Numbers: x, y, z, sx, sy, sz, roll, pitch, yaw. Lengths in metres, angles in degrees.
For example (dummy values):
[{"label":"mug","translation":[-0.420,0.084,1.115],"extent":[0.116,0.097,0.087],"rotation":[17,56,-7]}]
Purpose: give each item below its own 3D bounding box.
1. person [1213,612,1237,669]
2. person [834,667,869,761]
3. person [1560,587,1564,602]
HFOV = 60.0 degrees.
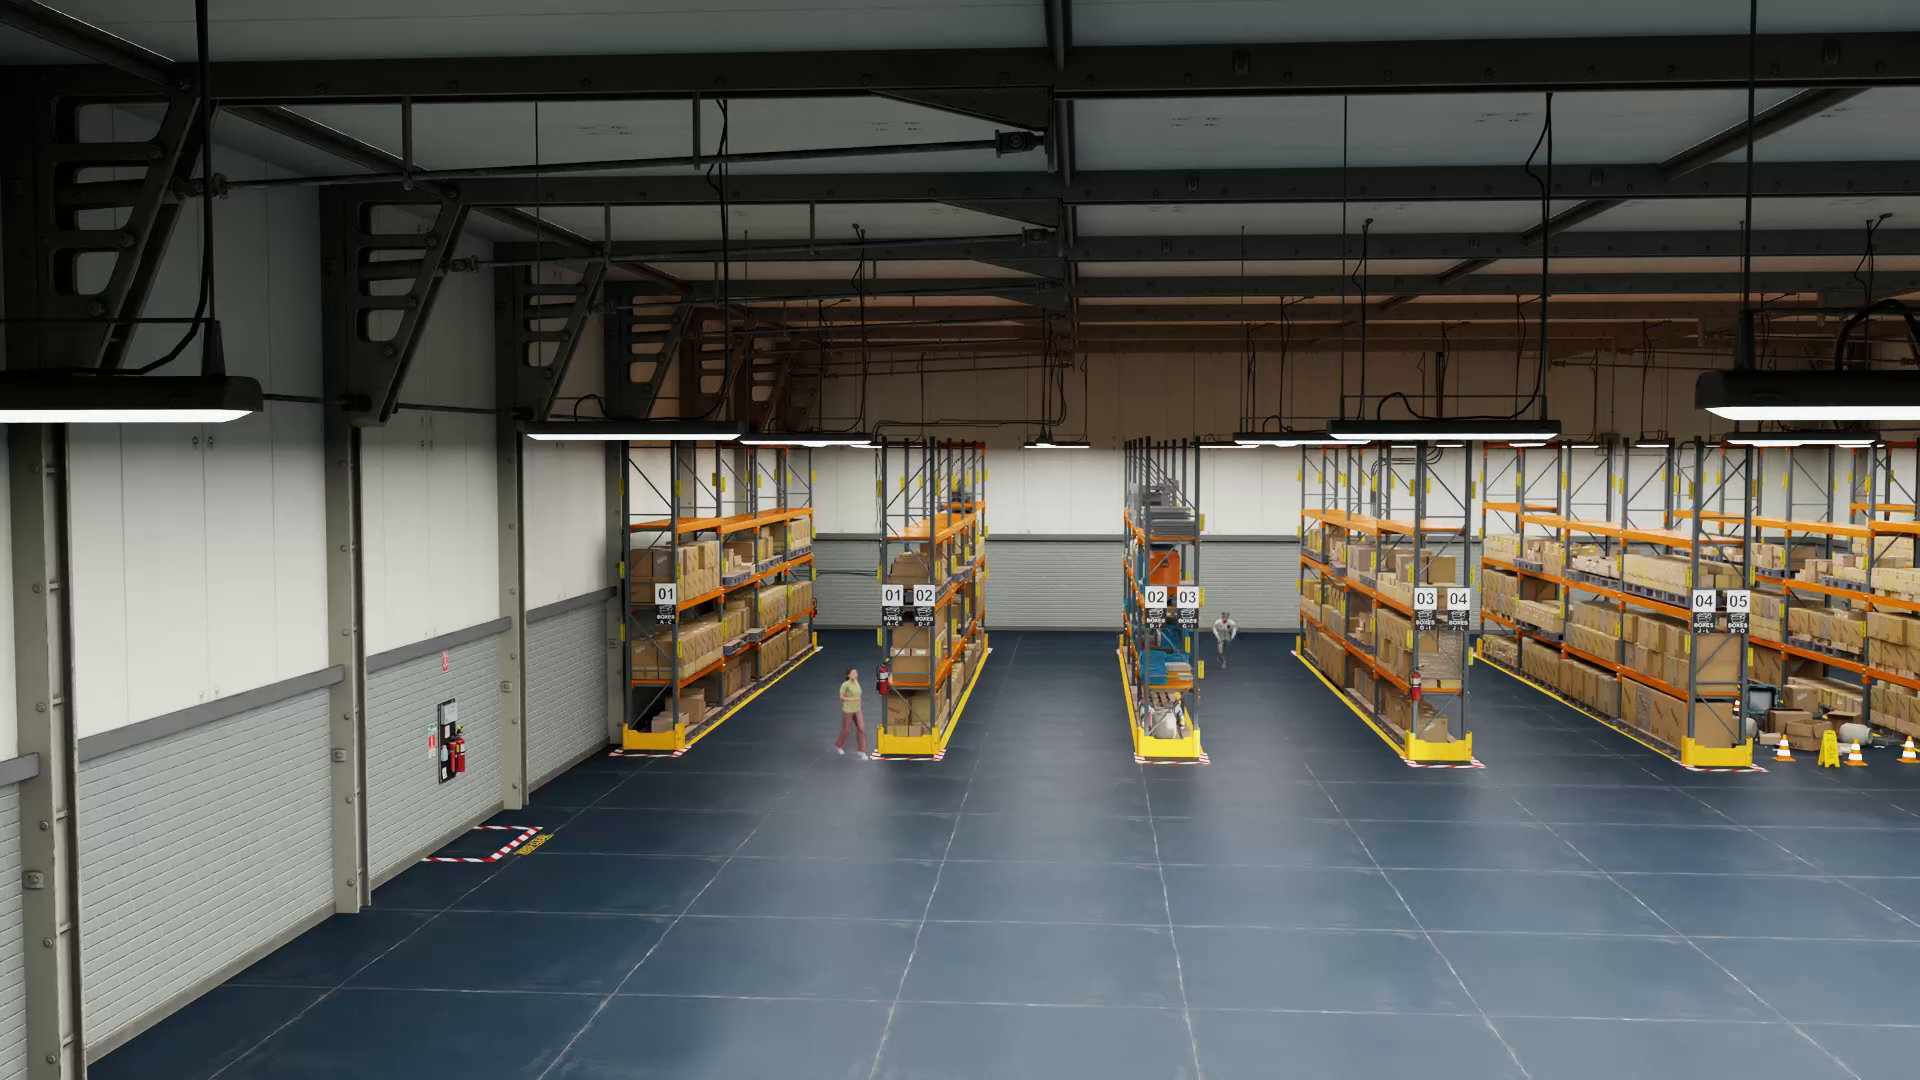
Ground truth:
[{"label":"person","translation":[6.992,2.630,43.979],"extent":[0.634,1.512,0.905],"rotation":[0,3,3]},{"label":"person","translation":[-2.036,3.215,30.934],"extent":[0.583,1.714,0.872],"rotation":[-3,4,-41]},{"label":"person","translation":[17.360,2.260,48.284],"extent":[0.765,1.793,0.675],"rotation":[-1,3,-22]}]
